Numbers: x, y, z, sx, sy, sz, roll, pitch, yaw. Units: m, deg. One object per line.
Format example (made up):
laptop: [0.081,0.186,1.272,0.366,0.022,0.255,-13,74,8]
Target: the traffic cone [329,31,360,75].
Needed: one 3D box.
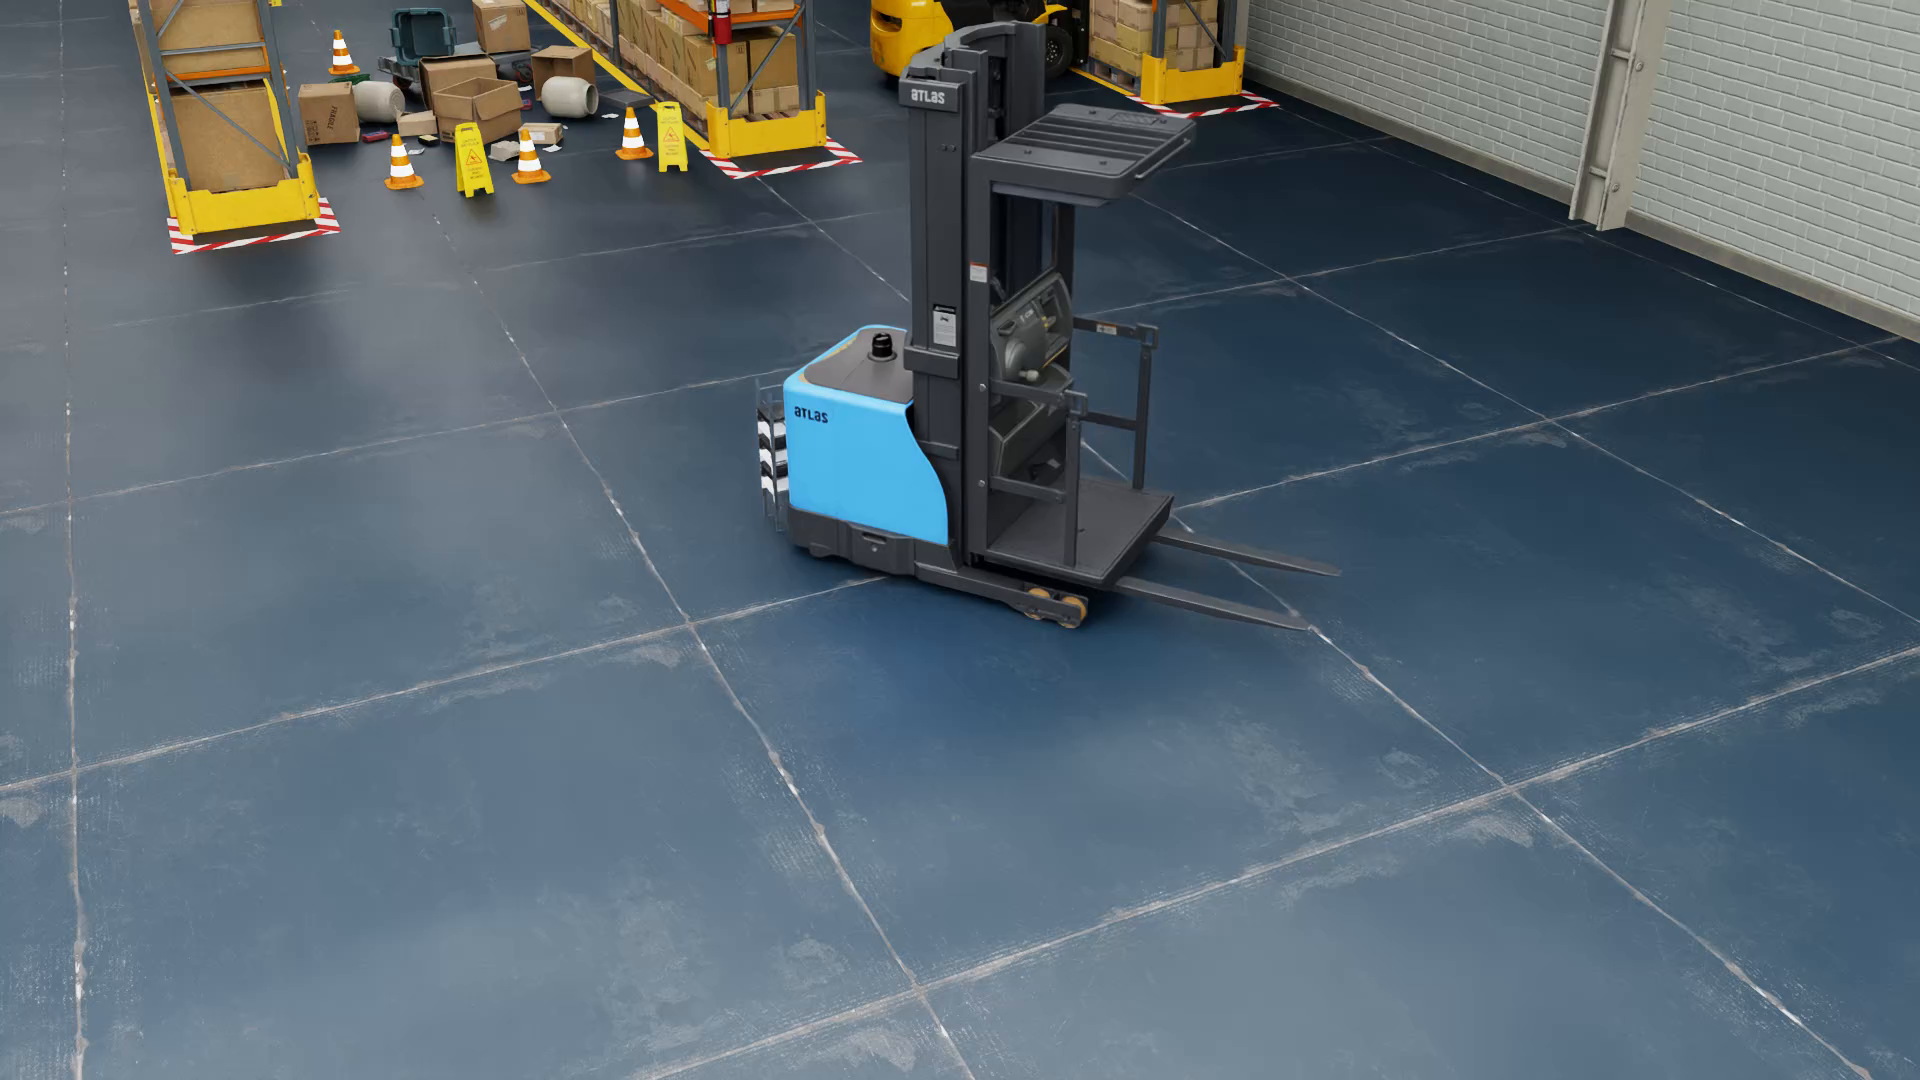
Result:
traffic cone: [-7.261,-5.733,19.501,0.336,0.463,0.334,-13,32,-22]

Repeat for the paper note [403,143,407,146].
paper note: [-5.659,-4.013,16.896,0.032,0.001,0.123,2,29,4]

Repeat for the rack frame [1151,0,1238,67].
rack frame: [2.577,-6.291,17.903,1.000,3.000,0.127,-13,32,-22]

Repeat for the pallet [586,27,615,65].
pallet: [-3.957,-6.142,20.487,1.003,0.211,1.213,-13,32,-22]

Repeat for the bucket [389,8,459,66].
bucket: [-5.908,-5.590,18.444,0.726,0.611,0.620,-3,19,-5]

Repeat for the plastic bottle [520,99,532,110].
plastic bottle: [-4.762,-4.769,18.192,0.133,0.061,0.283,-8,30,-13]

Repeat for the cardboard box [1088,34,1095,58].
cardboard box: [1.678,-5.861,19.517,0.500,0.250,0.500,-13,32,-21]

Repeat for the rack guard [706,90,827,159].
rack guard: [-1.937,-4.191,16.712,1.175,0.500,0.348,-13,32,-22]

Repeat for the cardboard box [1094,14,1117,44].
cardboard box: [1.880,-5.866,19.016,0.500,0.250,0.500,-13,32,-22]

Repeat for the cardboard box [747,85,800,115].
cardboard box: [-2.001,-4.646,17.350,0.500,0.250,0.500,-13,32,-22]

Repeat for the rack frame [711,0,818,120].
rack frame: [-1.905,-5.247,16.041,1.000,3.000,0.127,-13,32,-22]

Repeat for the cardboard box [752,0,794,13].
cardboard box: [-1.863,-5.331,16.448,0.380,0.149,0.250,-13,32,-22]

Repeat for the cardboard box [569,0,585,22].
cardboard box: [-4.461,-6.906,21.257,0.950,0.372,0.625,-12,31,-20]

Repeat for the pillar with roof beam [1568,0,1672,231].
pillar with roof beam: [1.780,-5.850,10.983,9.100,9.000,0.400,-13,32,-22]

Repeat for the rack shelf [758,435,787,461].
rack shelf: [-1.023,-0.560,9.713,0.258,0.077,0.200,-14,32,-23]

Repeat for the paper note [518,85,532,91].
paper note: [-4.935,-5.127,18.862,0.148,0.019,0.142,-13,32,-22]

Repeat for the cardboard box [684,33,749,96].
cardboard box: [-2.484,-4.858,16.961,0.500,0.500,0.500,-13,32,-22]

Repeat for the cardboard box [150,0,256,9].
cardboard box: [-6.456,-4.872,14.114,0.875,0.550,0.550,-13,32,-22]

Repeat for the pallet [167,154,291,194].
pallet: [-6.746,-3.284,15.391,1.003,0.211,1.213,-13,32,-22]

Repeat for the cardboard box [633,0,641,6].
cardboard box: [-3.391,-5.996,18.329,0.380,0.149,0.250,-12,31,-20]

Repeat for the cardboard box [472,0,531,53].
cardboard box: [-5.217,-5.867,18.928,0.500,0.500,0.500,-13,32,-22]

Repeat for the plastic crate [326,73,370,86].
plastic crate: [-6.791,-4.927,18.286,0.450,0.188,0.662,-7,28,9]

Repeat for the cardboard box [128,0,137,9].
cardboard box: [-8.808,-5.815,18.923,1.050,0.750,0.750,-13,32,-22]

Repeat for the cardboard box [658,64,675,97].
cardboard box: [-2.940,-4.992,17.968,0.500,0.250,0.500,-14,32,-24]

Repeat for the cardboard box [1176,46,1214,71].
cardboard box: [2.543,-5.533,18.933,0.500,0.250,0.500,-13,32,-22]

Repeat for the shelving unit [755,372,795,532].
shelving unit: [-1.023,-0.511,9.741,0.258,0.900,0.210,-14,32,-23]

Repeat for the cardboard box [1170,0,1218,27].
cardboard box: [2.541,-5.963,18.677,0.500,0.250,0.500,-14,32,-23]

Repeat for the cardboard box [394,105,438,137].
cardboard box: [-5.648,-4.365,17.263,0.396,0.266,0.258,-8,30,-13]

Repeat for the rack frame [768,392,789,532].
rack frame: [-0.978,-0.466,9.661,0.240,0.900,0.006,-14,32,-23]

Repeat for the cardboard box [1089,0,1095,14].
cardboard box: [1.647,-6.294,19.268,0.500,0.250,0.500,-13,32,-21]

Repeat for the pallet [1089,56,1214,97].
pallet: [2.211,-5.404,19.171,1.003,0.211,1.213,-13,32,-22]

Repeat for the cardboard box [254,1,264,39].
cardboard box: [-6.915,-4.895,15.260,0.875,0.550,0.550,-13,32,-22]

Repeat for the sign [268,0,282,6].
sign: [-5.828,-4.689,14.080,0.100,0.325,0.005,-13,32,-22]

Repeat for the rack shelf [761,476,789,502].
rack shelf: [-1.023,-0.325,9.845,0.258,0.077,0.200,-14,32,-23]

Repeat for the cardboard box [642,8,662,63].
cardboard box: [-3.151,-5.545,18.186,0.500,0.500,0.500,-11,31,-19]

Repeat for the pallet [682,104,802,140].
pallet: [-2.254,-4.431,17.436,1.003,0.211,1.213,-13,32,-22]

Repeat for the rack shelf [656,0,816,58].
rack shelf: [-2.763,-5.817,17.793,1.077,0.370,4.000,-13,32,-22]

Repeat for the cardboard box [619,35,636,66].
cardboard box: [-3.612,-5.681,19.196,0.500,0.250,0.500,-15,32,-24]

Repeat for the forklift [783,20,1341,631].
forklift: [0.563,-1.103,8.720,3.031,2.935,1.130,14,32,23]

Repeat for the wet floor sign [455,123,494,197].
wet floor sign: [-4.531,-3.540,15.402,0.267,0.644,0.232,-19,35,-30]

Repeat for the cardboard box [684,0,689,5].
cardboard box: [-2.558,-5.465,16.685,0.380,0.149,0.250,-14,32,-23]

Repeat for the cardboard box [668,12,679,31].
cardboard box: [-2.807,-5.400,17.266,0.380,0.149,0.250,-13,32,-21]
